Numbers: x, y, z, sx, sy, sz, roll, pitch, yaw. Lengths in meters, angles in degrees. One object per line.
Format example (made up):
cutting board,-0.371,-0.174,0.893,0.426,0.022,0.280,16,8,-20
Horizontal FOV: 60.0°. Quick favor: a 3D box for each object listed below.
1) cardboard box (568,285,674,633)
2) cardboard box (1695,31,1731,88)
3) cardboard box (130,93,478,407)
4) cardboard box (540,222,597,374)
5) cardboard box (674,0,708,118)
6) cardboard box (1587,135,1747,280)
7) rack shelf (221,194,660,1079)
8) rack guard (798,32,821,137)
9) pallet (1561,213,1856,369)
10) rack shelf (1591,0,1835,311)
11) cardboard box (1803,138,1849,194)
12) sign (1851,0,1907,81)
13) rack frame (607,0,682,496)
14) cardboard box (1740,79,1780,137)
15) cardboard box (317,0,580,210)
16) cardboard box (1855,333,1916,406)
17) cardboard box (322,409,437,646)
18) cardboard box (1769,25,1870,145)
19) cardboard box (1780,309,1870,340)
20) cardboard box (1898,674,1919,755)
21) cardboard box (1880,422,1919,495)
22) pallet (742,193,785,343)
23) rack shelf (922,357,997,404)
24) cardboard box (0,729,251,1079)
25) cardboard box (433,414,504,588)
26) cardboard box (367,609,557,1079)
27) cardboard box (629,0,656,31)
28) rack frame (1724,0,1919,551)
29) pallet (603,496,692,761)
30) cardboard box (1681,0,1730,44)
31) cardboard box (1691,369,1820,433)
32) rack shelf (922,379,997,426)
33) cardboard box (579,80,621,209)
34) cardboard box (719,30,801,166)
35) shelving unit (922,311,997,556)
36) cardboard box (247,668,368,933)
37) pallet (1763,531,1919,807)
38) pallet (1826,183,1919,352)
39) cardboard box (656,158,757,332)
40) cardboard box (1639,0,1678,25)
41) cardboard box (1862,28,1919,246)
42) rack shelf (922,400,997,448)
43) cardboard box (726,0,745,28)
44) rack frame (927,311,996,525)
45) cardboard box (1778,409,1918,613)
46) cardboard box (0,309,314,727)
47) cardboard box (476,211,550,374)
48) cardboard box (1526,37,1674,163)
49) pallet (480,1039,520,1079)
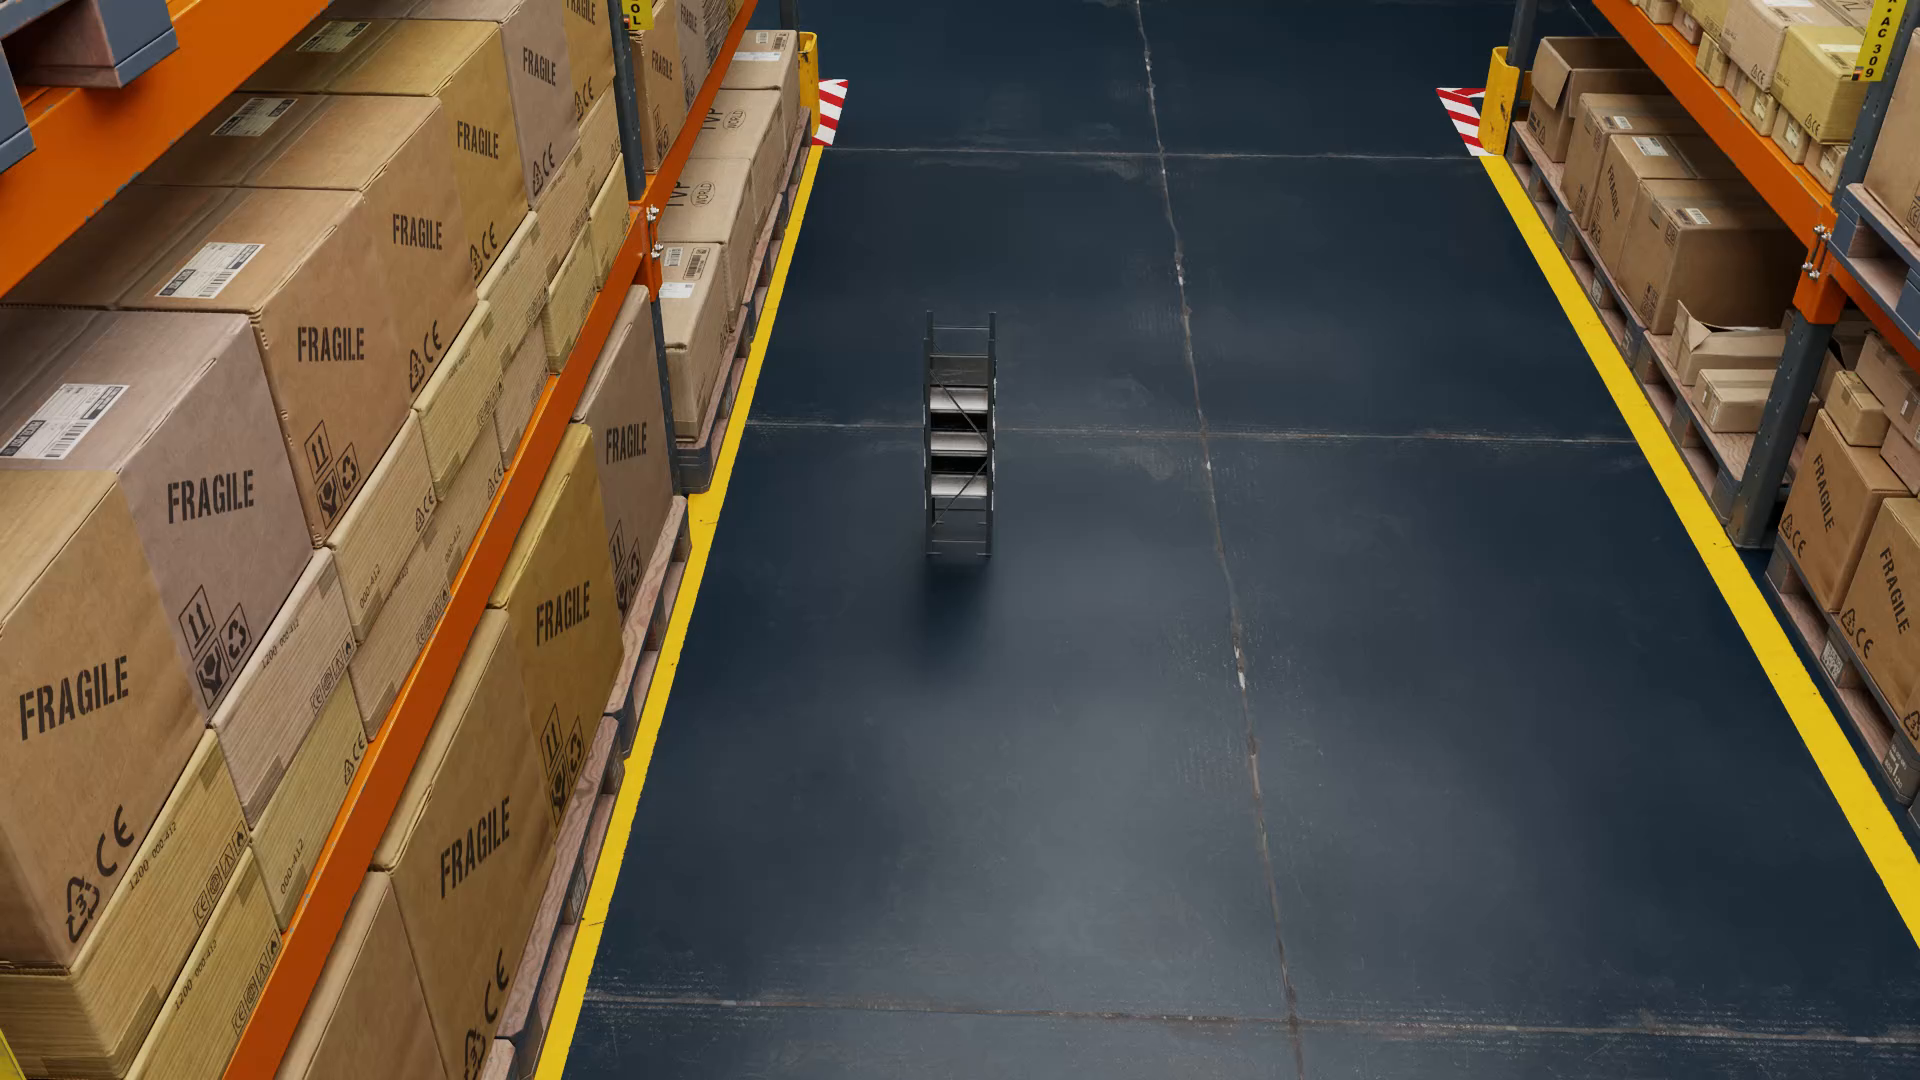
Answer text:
cardboard box,-1.513,-0.271,5.510,0.875,0.875,0.875,2,35,3
cardboard box,3.147,-1.898,6.560,0.380,0.149,0.250,1,35,1
cardboard box,-1.394,-0.628,3.579,0.500,0.500,0.500,2,35,3
cardboard box,-1.356,-0.709,4.781,0.500,0.250,0.500,1,35,1
cardboard box,-1.263,-1.920,6.287,0.500,0.500,0.500,2,35,2
cardboard box,3.239,-1.521,7.614,0.500,0.500,0.500,2,35,3
rack shelf,-1.648,0.117,4.101,1.077,0.370,4.000,1,35,2
rack guard,-1.406,-2.616,9.537,1.175,0.500,0.348,1,35,2
pallet,3.467,-1.171,7.732,1.003,0.211,1.213,1,35,2
rack shelf,3.472,-2.069,7.211,1.077,0.370,4.000,1,35,2
cardboard box,3.152,-1.300,5.710,0.380,0.149,0.250,2,35,3
sign,2.849,-1.577,5.132,0.100,0.325,0.005,1,35,2
rack frame,-1.568,-1.327,5.529,1.000,3.000,0.127,1,35,2
cardboard box,3.127,-1.600,6.137,0.380,0.149,0.250,2,35,3
cardboard box,-1.348,-1.217,4.416,0.500,0.500,0.500,2,35,3
cardboard box,3.172,-0.549,5.408,0.380,0.149,0.250,1,35,1
cardboard box,-1.407,-0.040,3.394,0.500,0.250,0.500,1,35,2
cardboard box,3.169,-1.573,5.751,0.500,0.250,0.500,2,35,3
cardboard box,3.672,-0.843,6.955,0.380,0.149,0.250,1,35,1
cardboard box,3.112,0.502,4.735,0.500,0.500,0.500,0,35,0
cardboard box,3.178,-0.268,5.267,0.380,0.149,0.250,0,35,1
pallet,-1.413,-1.324,7.950,1.003,0.211,1.213,1,35,2
rack shelf,0.000,-0.566,5.862,0.258,0.077,0.200,1,35,2
cardboard box,-1.462,0.543,2.565,0.500,0.250,0.500,1,35,2
cardboard box,-1.411,-0.123,3.947,0.500,0.250,0.500,1,35,2
cardboard box,-1.578,0.762,4.040,0.875,0.875,0.875,2,35,2
cardboard box,-1.307,-2.045,5.594,0.500,0.500,0.500,2,35,2
rack frame,3.392,-1.214,5.369,1.000,3.000,0.127,1,35,2
pallet,-1.524,0.259,5.698,1.003,0.211,1.213,1,35,2
cardboard box,3.207,-2.147,6.568,0.500,0.250,0.500,1,35,2
cardboard box,3.121,-0.547,6.533,0.380,0.149,0.250,0,35,0
rack shelf,0.000,-0.493,5.914,0.258,0.077,0.200,1,35,2
cardboard box,-1.343,-1.211,5.060,0.500,0.250,0.500,1,35,2
cardboard box,-1.334,-2.367,8.872,0.875,0.438,0.875,0,35,0
shelving unit,0.000,-0.373,5.998,0.258,0.900,0.210,1,35,2
cardboard box,-1.455,0.462,3.114,0.500,0.250,0.500,0,35,1
pallet,3.397,0.395,5.505,1.003,0.211,1.213,1,35,2
pallet,3.251,-0.679,4.774,1.003,0.211,1.213,1,35,2
cardboard box,-1.400,-1.323,7.387,0.875,0.438,0.875,0,35,0
cardboard box,3.174,-2.336,7.184,0.380,0.149,0.250,2,35,3
cardboard box,3.149,-1.154,4.831,0.700,0.500,0.500,2,35,3
rack shelf,0.000,-0.419,5.965,0.258,0.077,0.200,1,35,2
cardboard box,-1.216,-2.502,7.114,0.500,0.500,0.500,2,35,3
rack frame,0.004,-0.431,6.081,0.240,0.900,0.006,1,35,2
cardboard box,3.148,-0.091,5.579,0.500,0.500,0.500,3,35,4
cardboard box,-1.454,-0.041,2.744,0.500,0.500,0.500,1,35,2
cardboard box,-1.370,-0.626,4.228,0.500,0.250,0.500,2,35,3
cardboard box,3.433,-2.314,8.739,0.797,0.503,0.637,0,35,0
pallet,-1.622,1.661,3.703,1.003,0.211,1.213,1,35,2
